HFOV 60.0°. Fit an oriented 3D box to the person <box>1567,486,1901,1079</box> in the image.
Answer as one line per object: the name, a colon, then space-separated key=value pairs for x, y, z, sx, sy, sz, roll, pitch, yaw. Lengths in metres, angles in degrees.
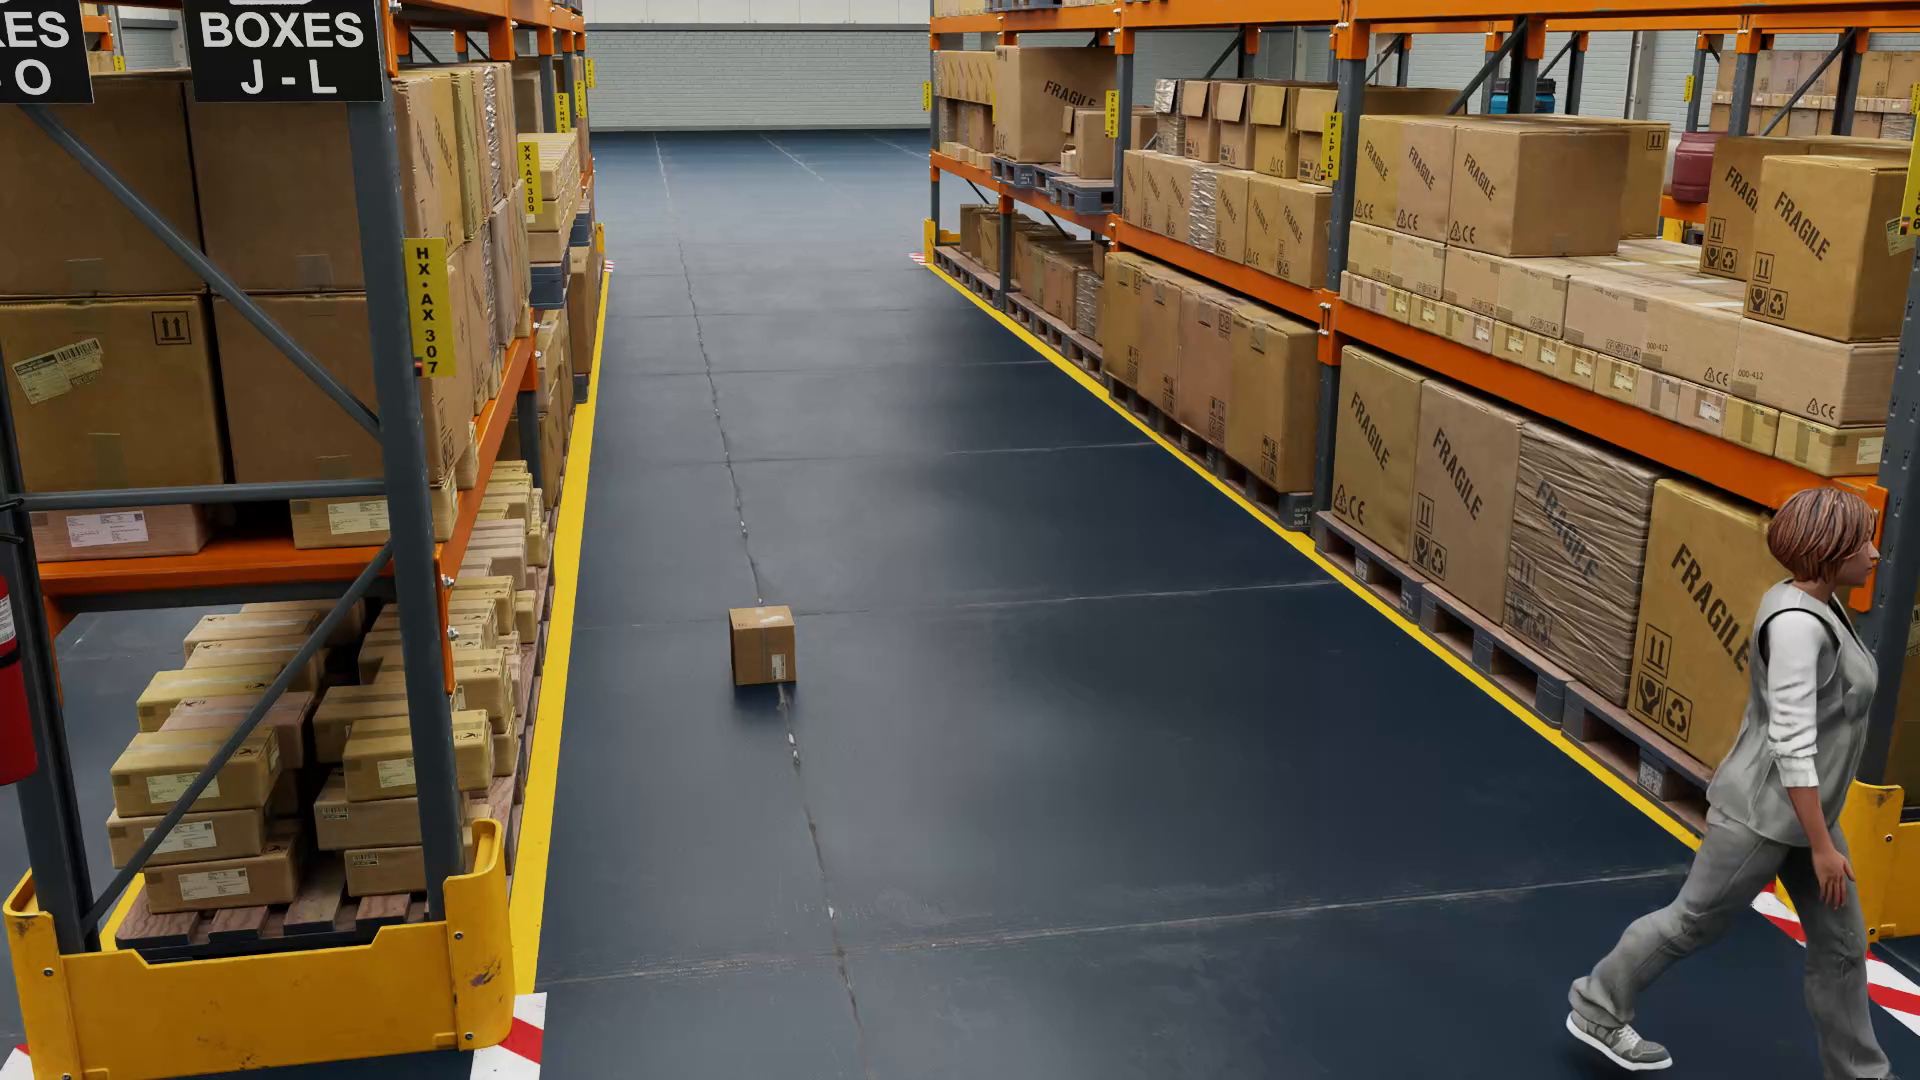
person: x=1.959 y=0.640 z=3.886 sx=0.921 sy=1.535 sz=0.457 roll=12 pitch=21 yaw=35
